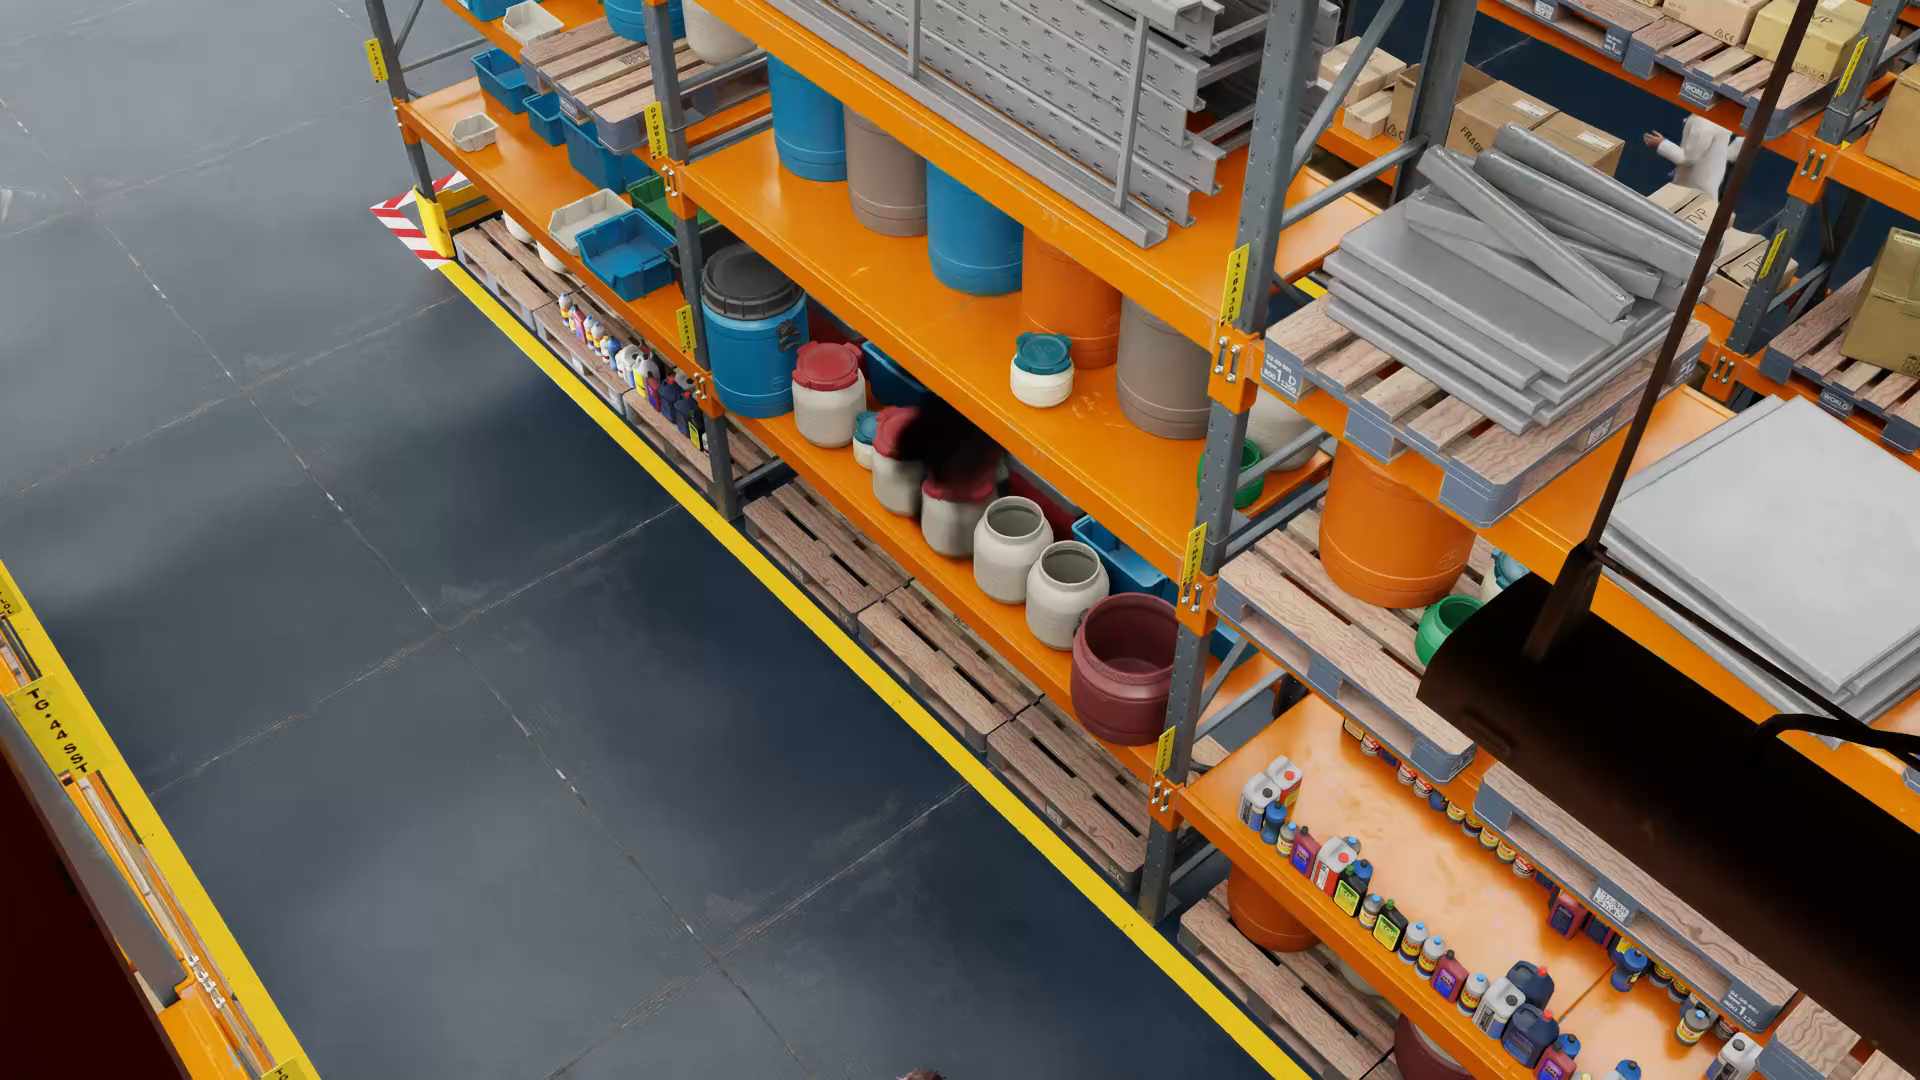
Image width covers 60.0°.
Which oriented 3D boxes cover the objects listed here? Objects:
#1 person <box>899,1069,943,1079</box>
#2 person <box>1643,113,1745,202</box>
[{"bbox_3d":[-0.163,2.645,6.970,0.928,1.690,0.577,30,53,25],"label":"person"},{"bbox_3d":[5.459,-2.609,12.236,1.049,1.792,0.662,35,56,29],"label":"person"}]
